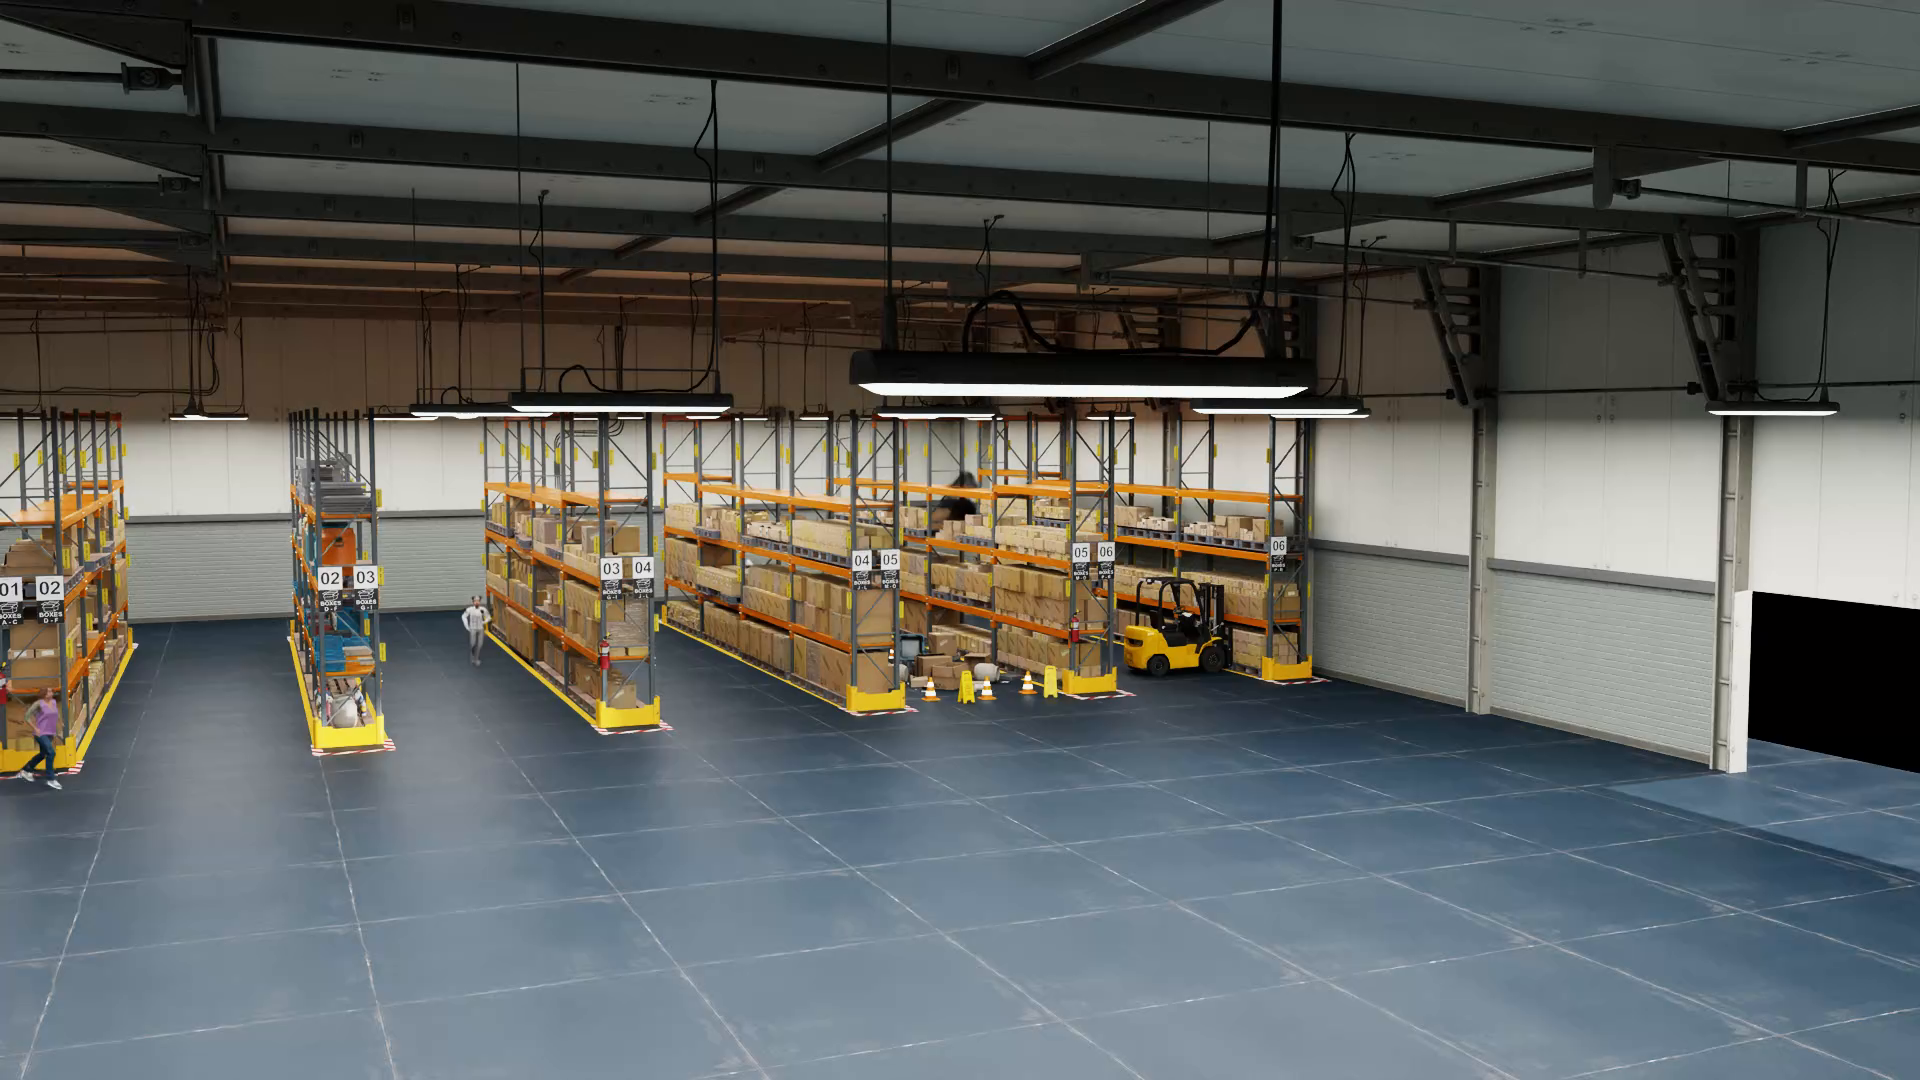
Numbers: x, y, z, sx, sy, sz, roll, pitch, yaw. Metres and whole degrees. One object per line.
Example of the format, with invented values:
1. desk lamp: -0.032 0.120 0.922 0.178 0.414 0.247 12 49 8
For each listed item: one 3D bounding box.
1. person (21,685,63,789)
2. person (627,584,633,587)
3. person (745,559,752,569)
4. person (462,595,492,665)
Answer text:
1. person: -14.467 3.086 26.216 0.763 1.619 0.534 1 4 11
2. person: -9.478 1.544 47.324 0.724 1.718 0.879 0 4 7
3. person: -6.139 1.443 48.119 0.939 1.763 0.689 4 6 44
4. person: -11.401 2.128 39.295 0.667 1.659 0.523 -1 4 -18
